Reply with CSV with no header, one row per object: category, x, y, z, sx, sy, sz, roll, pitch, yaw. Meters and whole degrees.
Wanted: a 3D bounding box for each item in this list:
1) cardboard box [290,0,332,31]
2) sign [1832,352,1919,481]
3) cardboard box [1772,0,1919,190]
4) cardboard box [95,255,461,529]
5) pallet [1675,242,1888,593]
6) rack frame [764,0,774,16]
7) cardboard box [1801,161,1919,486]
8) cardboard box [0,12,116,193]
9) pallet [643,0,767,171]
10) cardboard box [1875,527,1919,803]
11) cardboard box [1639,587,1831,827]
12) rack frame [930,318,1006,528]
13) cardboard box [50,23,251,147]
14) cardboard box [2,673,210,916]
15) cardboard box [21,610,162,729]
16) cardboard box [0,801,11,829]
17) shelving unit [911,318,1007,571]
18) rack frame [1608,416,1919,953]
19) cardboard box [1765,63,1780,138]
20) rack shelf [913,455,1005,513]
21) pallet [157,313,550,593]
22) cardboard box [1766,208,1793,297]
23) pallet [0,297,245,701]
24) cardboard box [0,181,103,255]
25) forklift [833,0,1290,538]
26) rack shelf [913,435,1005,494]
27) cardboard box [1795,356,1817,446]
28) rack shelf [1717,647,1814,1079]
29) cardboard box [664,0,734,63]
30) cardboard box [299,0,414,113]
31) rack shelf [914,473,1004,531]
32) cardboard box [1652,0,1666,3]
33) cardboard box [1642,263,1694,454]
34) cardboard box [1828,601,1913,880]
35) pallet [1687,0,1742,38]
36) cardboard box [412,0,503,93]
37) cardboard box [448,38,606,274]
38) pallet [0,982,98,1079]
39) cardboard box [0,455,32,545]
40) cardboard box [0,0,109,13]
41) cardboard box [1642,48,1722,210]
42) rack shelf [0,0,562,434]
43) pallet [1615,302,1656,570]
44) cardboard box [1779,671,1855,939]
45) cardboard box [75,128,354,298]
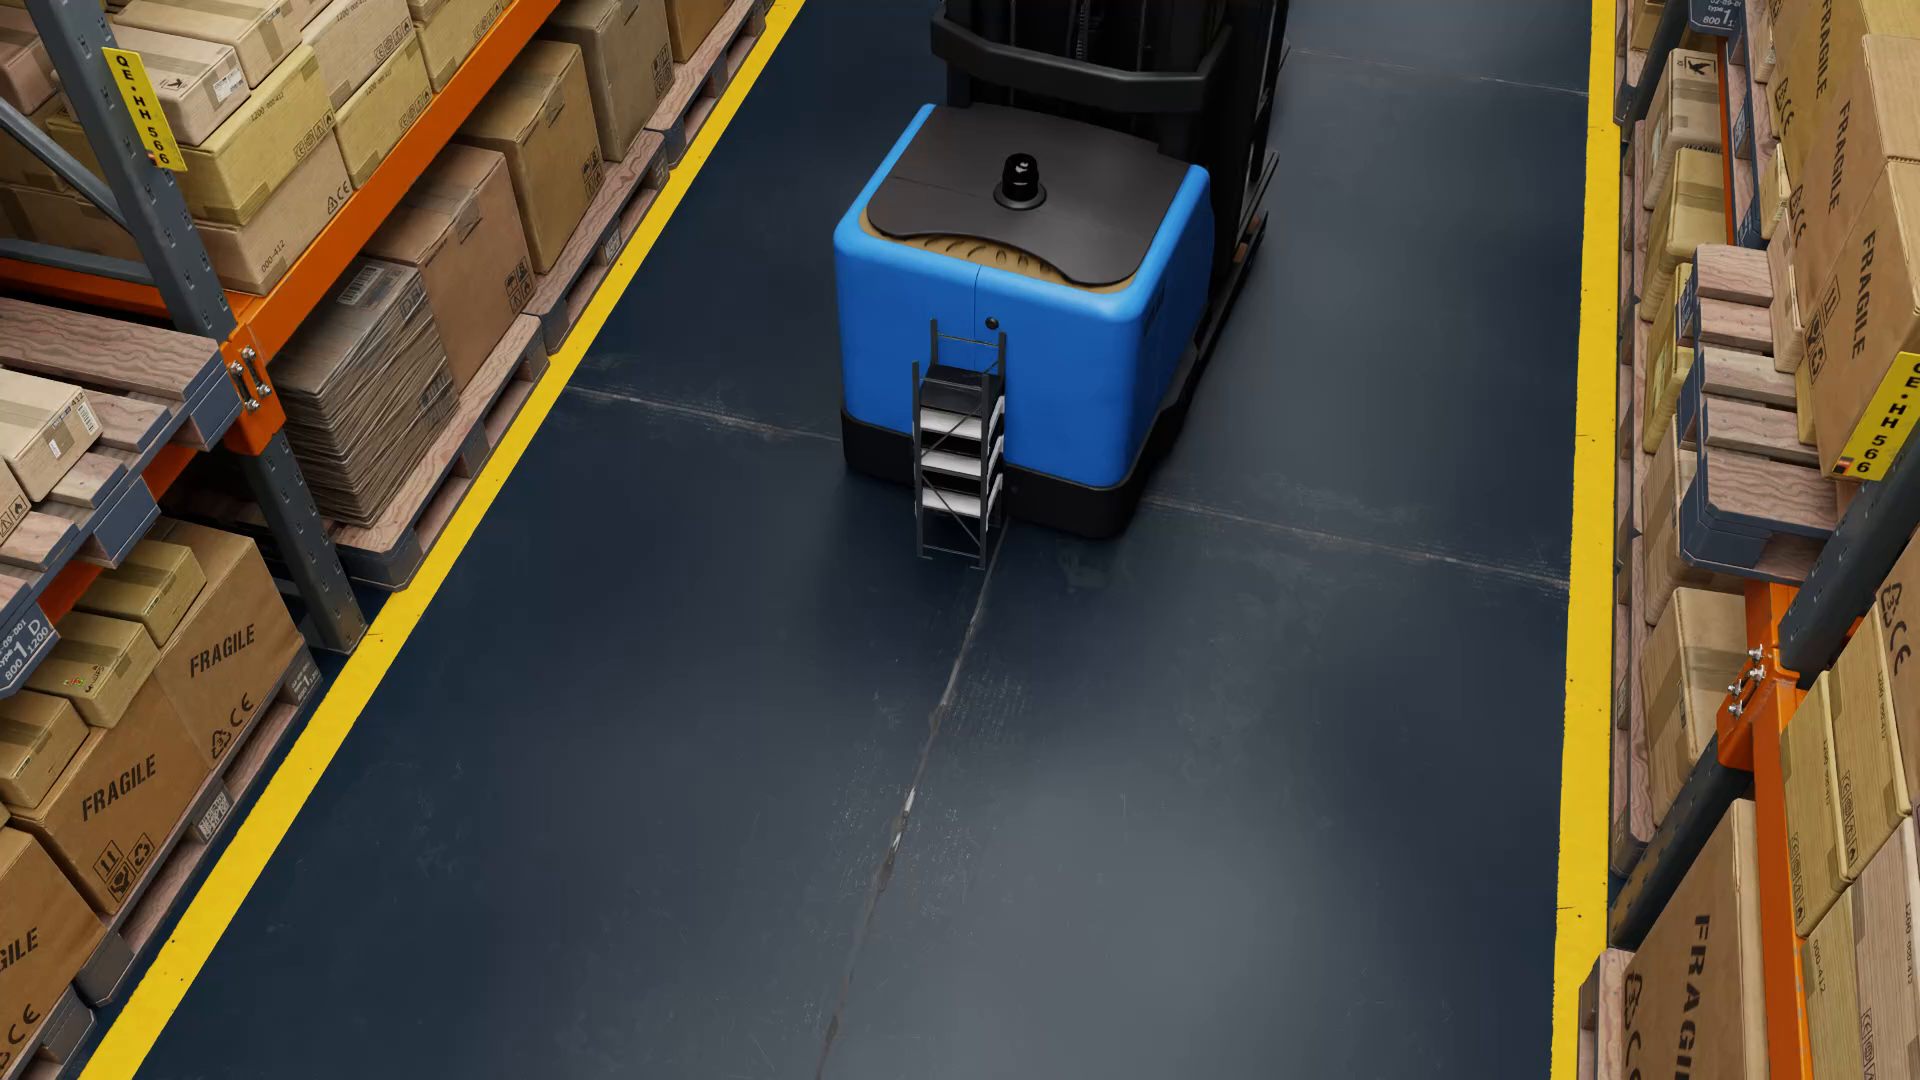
cardboard box,-1.970,-1.560,4.627,0.380,0.149,0.250,13,50,11
sign,1.814,-0.236,3.238,0.100,0.325,0.005,12,50,10
cardboard box,2.449,-1.174,4.240,0.500,0.500,0.500,9,49,7
cardboard box,-2.272,-0.557,5.545,0.875,0.625,0.625,13,50,11
pallet,2.425,-0.251,4.099,1.213,0.211,1.003,12,50,10
rack frame,-1.397,-3.648,6.969,1.000,3.000,0.127,12,50,10
cardboard box,2.191,-0.433,3.586,0.500,0.500,0.500,10,49,9
cardboard box,-2.600,-1.251,4.620,0.500,0.250,0.500,13,50,11
pallet,-1.553,-2.185,7.538,1.003,0.211,1.213,12,50,10
cardboard box,1.974,0.166,2.869,0.500,0.500,0.500,10,49,9
cardboard box,2.498,0.545,4.740,0.950,0.372,0.625,9,49,7
rack frame,0.025,-0.365,5.472,0.240,0.900,0.006,12,50,10
cardboard box,-2.082,-1.175,4.287,0.380,0.149,0.250,13,50,11
cardboard box,-2.495,0.641,4.571,0.500,0.500,0.500,11,49,9
cardboard box,-2.377,0.329,4.413,0.380,0.149,0.250,9,49,8
cardboard box,-2.602,0.693,4.092,0.380,0.149,0.250,13,50,11
shelving unit,-0.002,-0.292,5.407,0.258,0.900,0.210,12,50,10
rack frame,2.340,0.222,3.554,1.000,3.000,0.127,12,50,10
cardboard box,2.531,-1.254,4.744,0.380,0.149,0.250,10,49,9
rack shelf,-0.002,-0.210,5.500,0.258,0.077,0.200,12,50,10
pallet,-2.195,-0.420,5.980,1.003,0.211,1.213,12,50,10
cardboard box,2.297,-0.698,4.252,0.380,0.149,0.250,9,49,8
pallet,-2.560,-0.188,4.043,1.213,0.211,1.003,12,50,10
cardboard box,-2.578,-1.081,4.804,0.500,0.250,0.500,11,49,9
forklift,0.601,-2.104,5.652,1.130,2.935,3.031,17,51,14
rack shelf,-0.002,-0.270,5.432,0.258,0.077,0.200,12,50,10
cardboard box,2.200,-0.326,3.925,0.380,0.149,0.250,12,50,11
rack shelf,1.814,1.906,2.547,1.077,0.370,4.000,12,50,10
cardboard box,-1.523,-2.622,7.367,0.875,0.625,0.625,14,50,12
cardboard box,-1.964,-1.506,4.845,0.500,0.250,0.500,13,50,11
rack shelf,-0.002,-0.150,5.567,0.258,0.077,0.200,12,50,10
cardboard box,3.290,-2.630,7.124,0.500,0.500,0.500,11,49,10
cardboard box,2.890,-0.537,5.696,0.950,0.372,0.625,13,50,11
cardboard box,1.968,0.424,3.142,0.500,0.250,0.500,11,50,10
pallet,3.051,-2.084,5.717,1.003,0.211,1.213,12,50,10
cardboard box,-1.831,-1.715,5.363,0.500,0.250,0.500,10,49,9
cardboard box,-1.931,-1.518,6.393,0.875,0.625,0.625,10,49,8
pallet,-3.006,1.580,4.215,1.003,0.211,1.213,12,50,10
cardboard box,-2.415,-0.018,3.585,0.500,0.250,0.500,9,49,8
cardboard box,-2.598,-1.490,4.565,0.380,0.149,0.250,13,50,11
cardboard box,3.257,-1.561,6.600,0.950,0.372,0.625,12,50,11
rack shelf,-1.923,-1.964,5.962,1.077,0.370,4.000,12,50,10
pallet,2.870,-0.300,5.874,1.003,0.211,1.213,12,50,10
cardboard box,1.968,0.576,3.341,0.500,0.250,0.500,11,49,9
cardboard box,-2.097,-0.978,4.713,0.500,0.250,0.500,12,50,10
